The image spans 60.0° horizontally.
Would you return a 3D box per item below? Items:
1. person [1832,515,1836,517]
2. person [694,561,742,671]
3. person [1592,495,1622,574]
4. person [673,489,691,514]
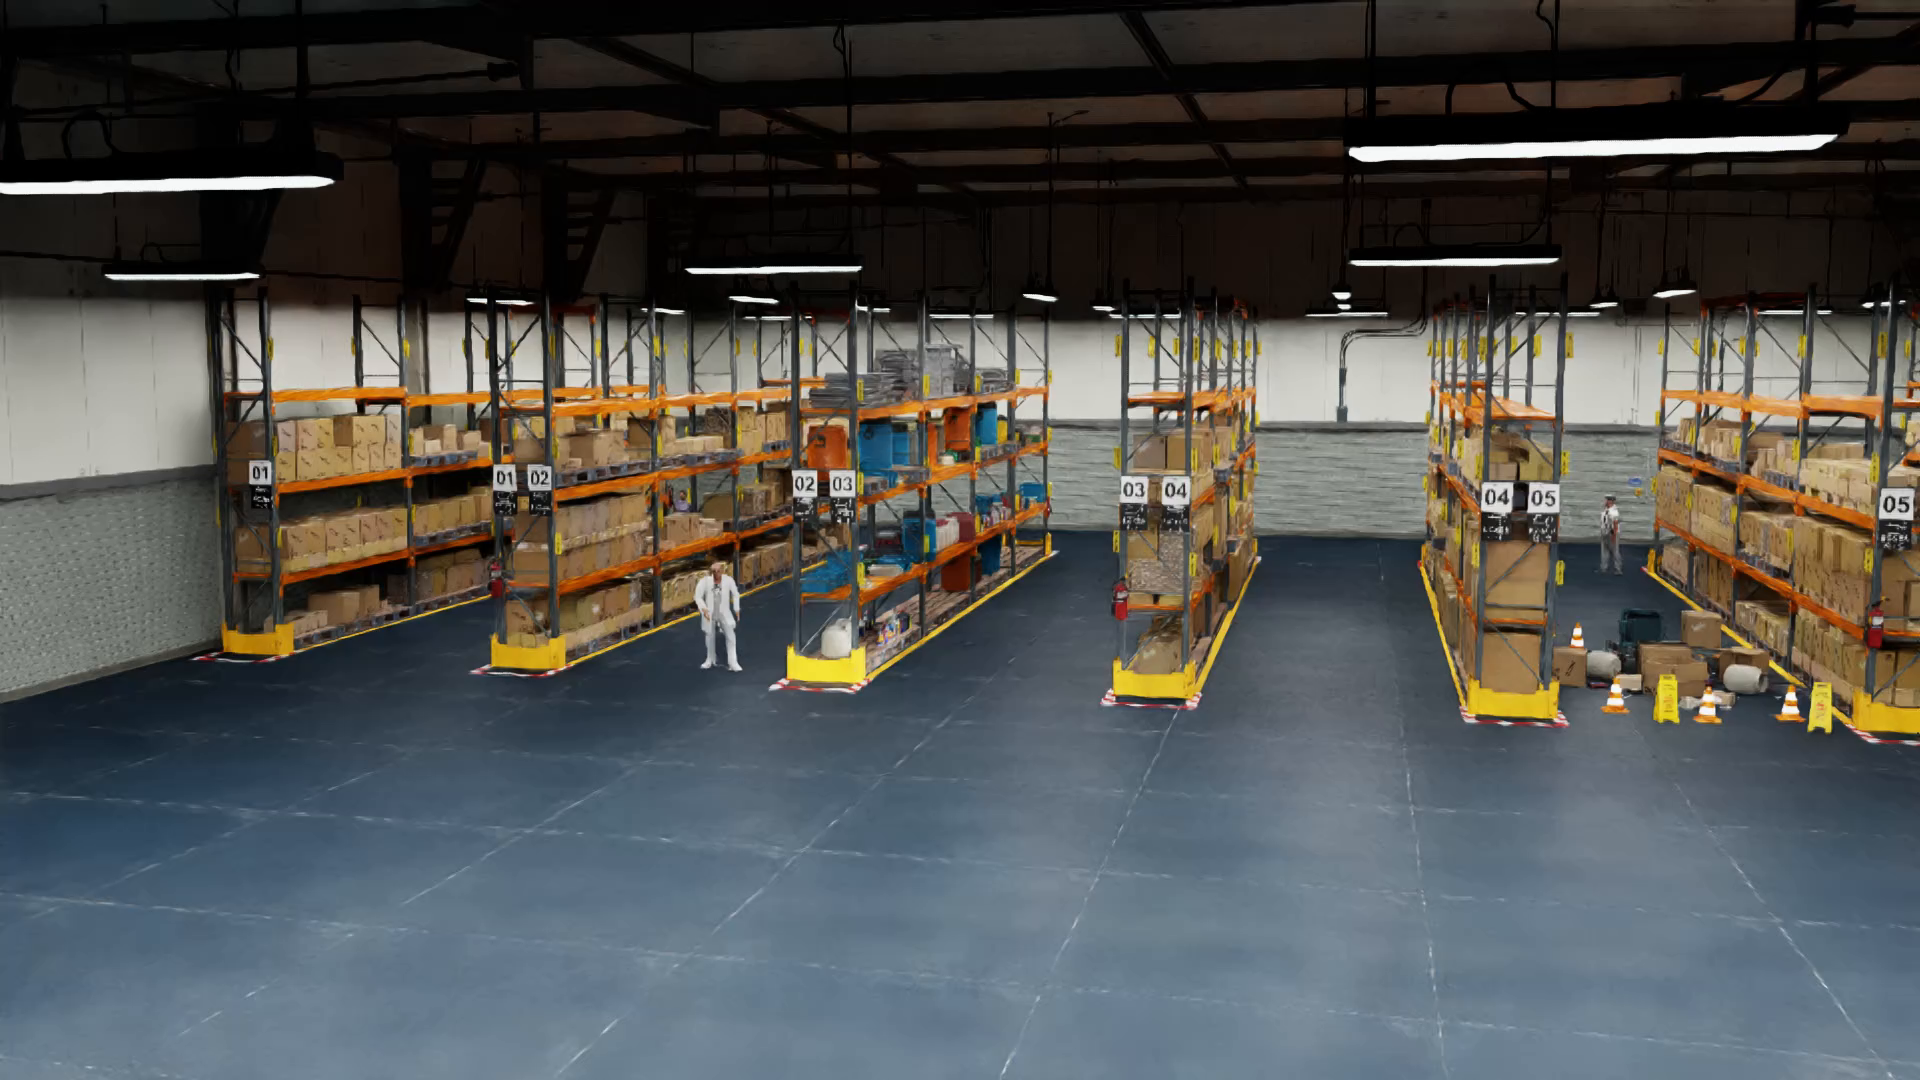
[{"bbox_3d":[18.206,0.122,34.665,0.566,1.786,0.667,3,7,28],"label":"person"},{"bbox_3d":[-3.767,1.170,25.911,0.728,1.722,0.853,-1,7,-6],"label":"person"},{"bbox_3d":[14.532,-0.135,37.165,0.536,1.750,0.660,0,7,-1],"label":"person"},{"bbox_3d":[-6.737,-0.455,40.704,0.625,1.596,0.503,1,7,10],"label":"person"}]
